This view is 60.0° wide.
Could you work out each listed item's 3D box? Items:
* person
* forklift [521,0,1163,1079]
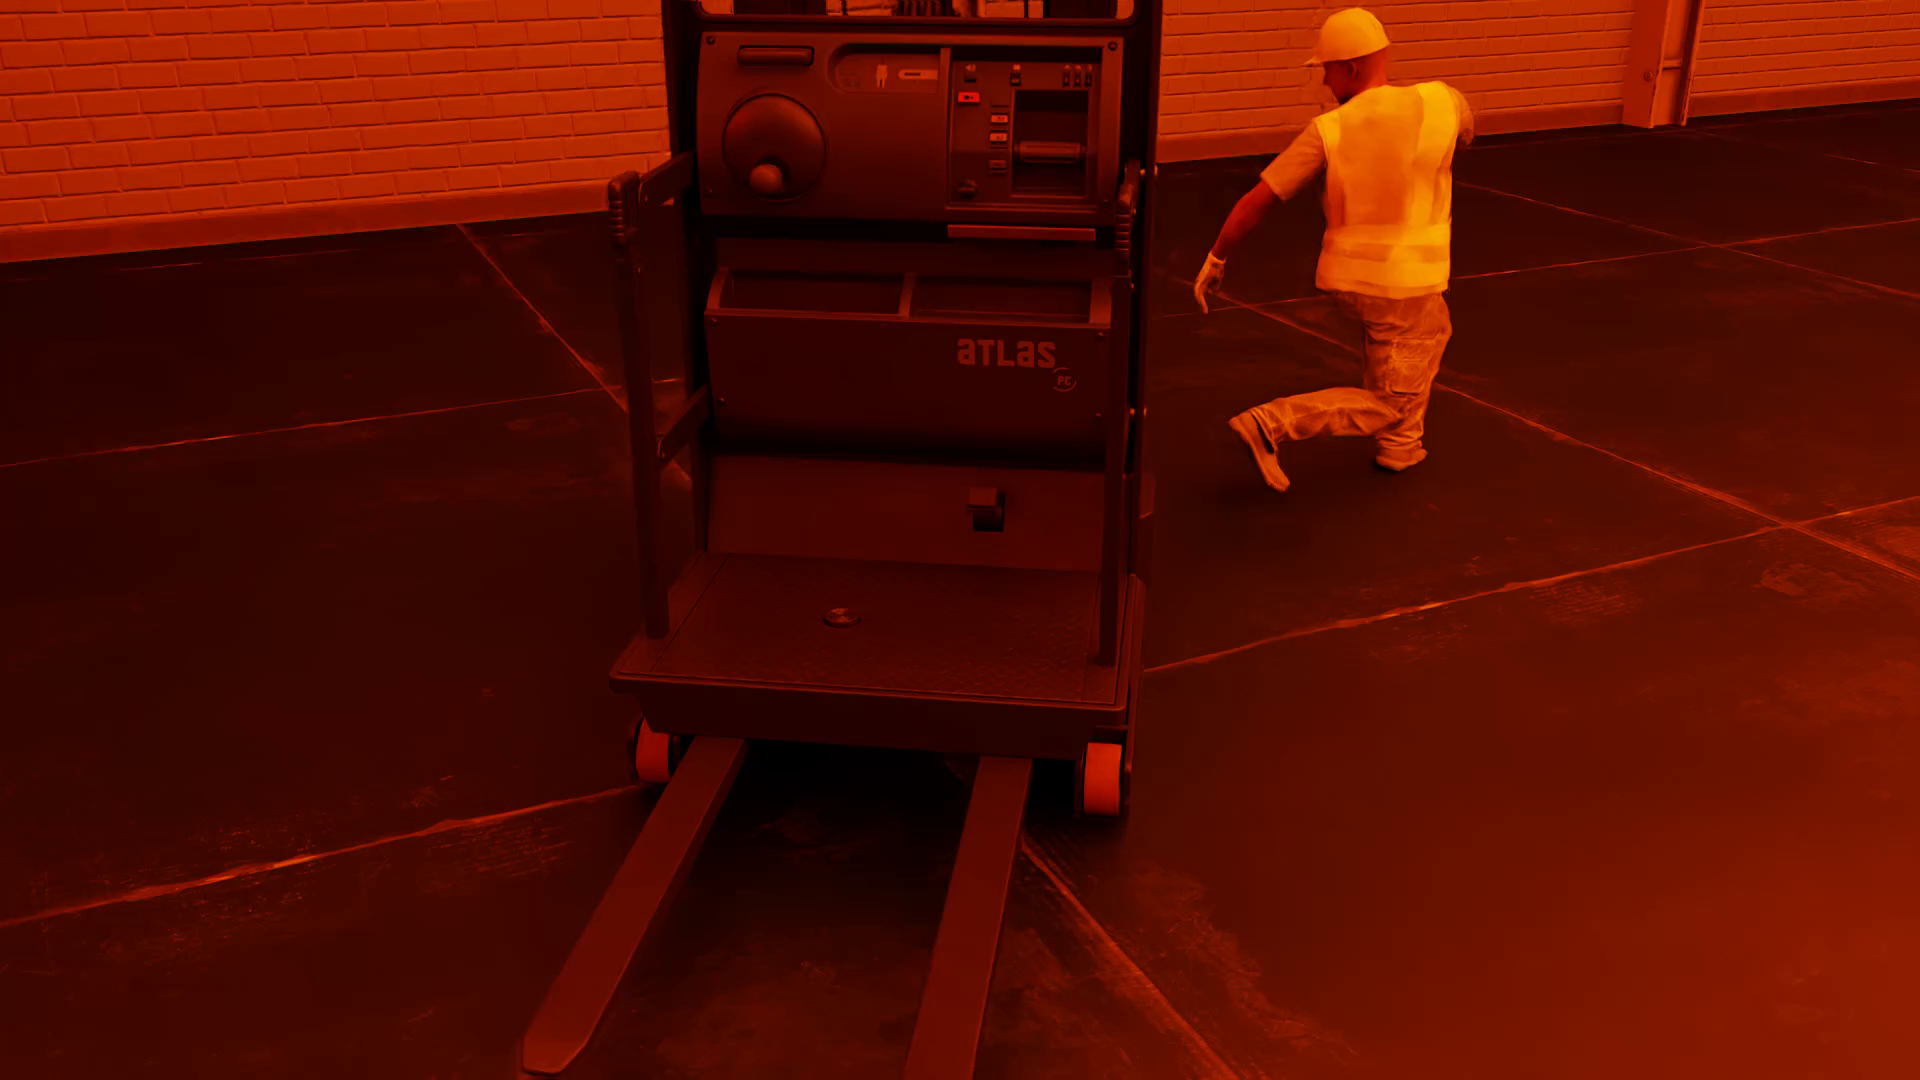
[{"bbox_3d":[1.249,-0.920,5.410,0.913,1.543,0.698,-19,29,-38],"label":"person"},{"bbox_3d":[-0.141,-0.889,3.426,1.130,2.935,3.031,3,23,7],"label":"forklift"}]
